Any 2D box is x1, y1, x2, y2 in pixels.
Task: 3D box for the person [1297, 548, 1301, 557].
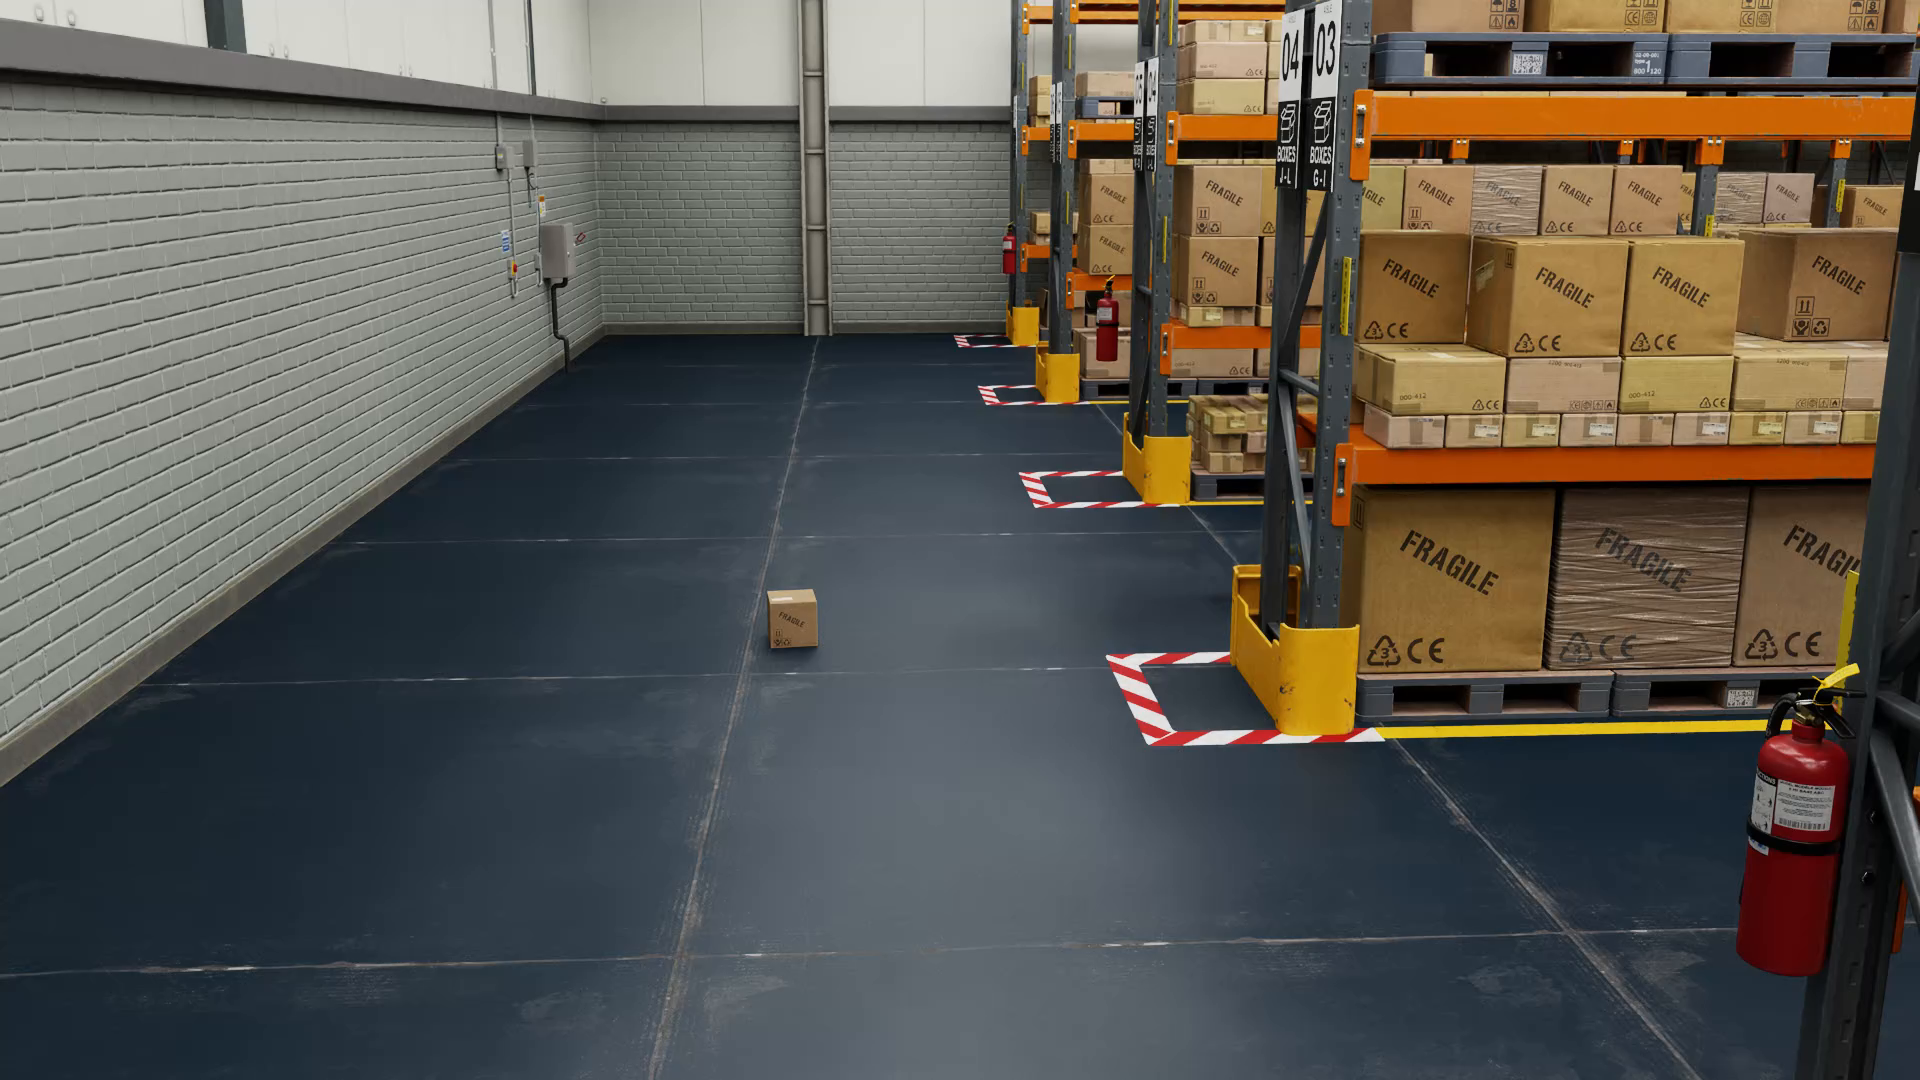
[{"bbox_3d":[2.294,-0.522,9.535,0.583,1.757,0.581,-2,14,-9],"label":"person"}]
